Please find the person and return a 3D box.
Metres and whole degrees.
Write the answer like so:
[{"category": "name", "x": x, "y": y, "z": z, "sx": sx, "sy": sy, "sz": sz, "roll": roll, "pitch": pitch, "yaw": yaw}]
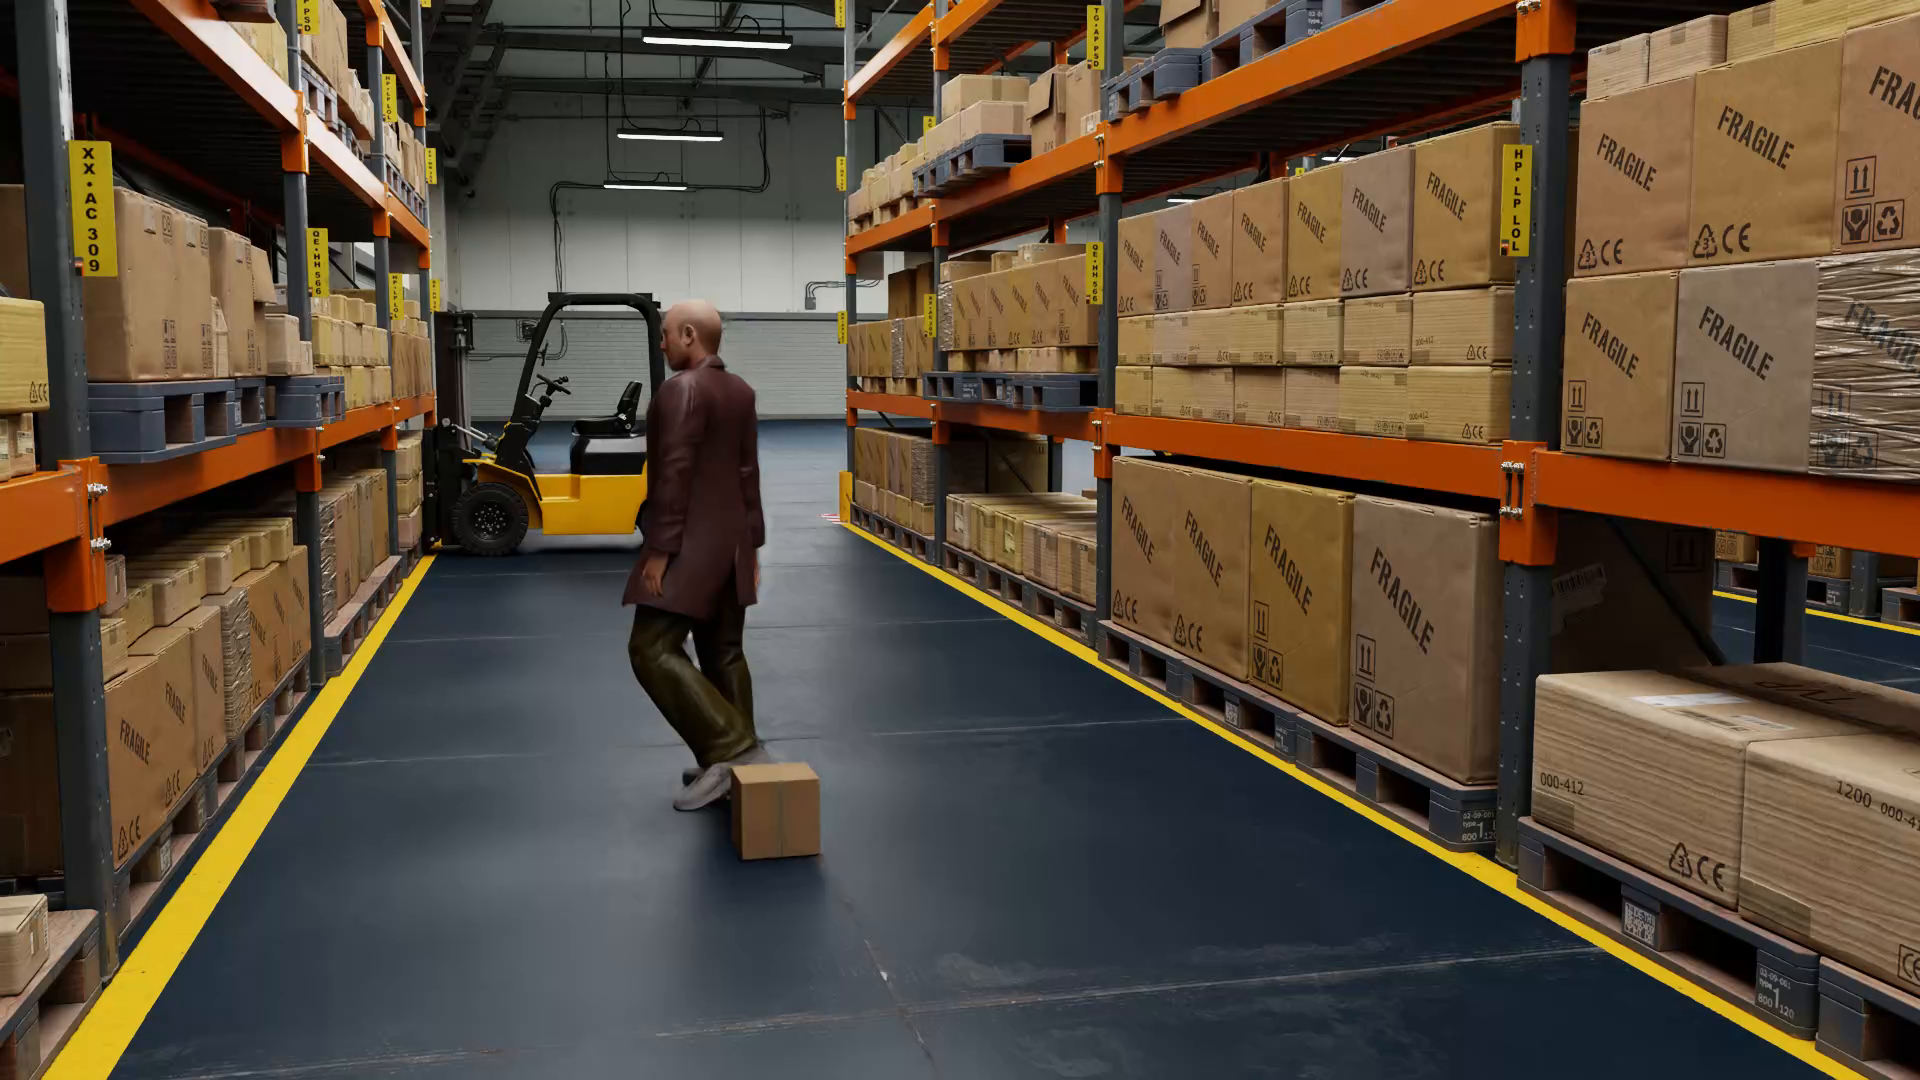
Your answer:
[{"category": "person", "x": -0.868, "y": 0.043, "z": 5.814, "sx": 0.546, "sy": 1.766, "sz": 0.732, "roll": 2, "pitch": 6, "yaw": 21}]
